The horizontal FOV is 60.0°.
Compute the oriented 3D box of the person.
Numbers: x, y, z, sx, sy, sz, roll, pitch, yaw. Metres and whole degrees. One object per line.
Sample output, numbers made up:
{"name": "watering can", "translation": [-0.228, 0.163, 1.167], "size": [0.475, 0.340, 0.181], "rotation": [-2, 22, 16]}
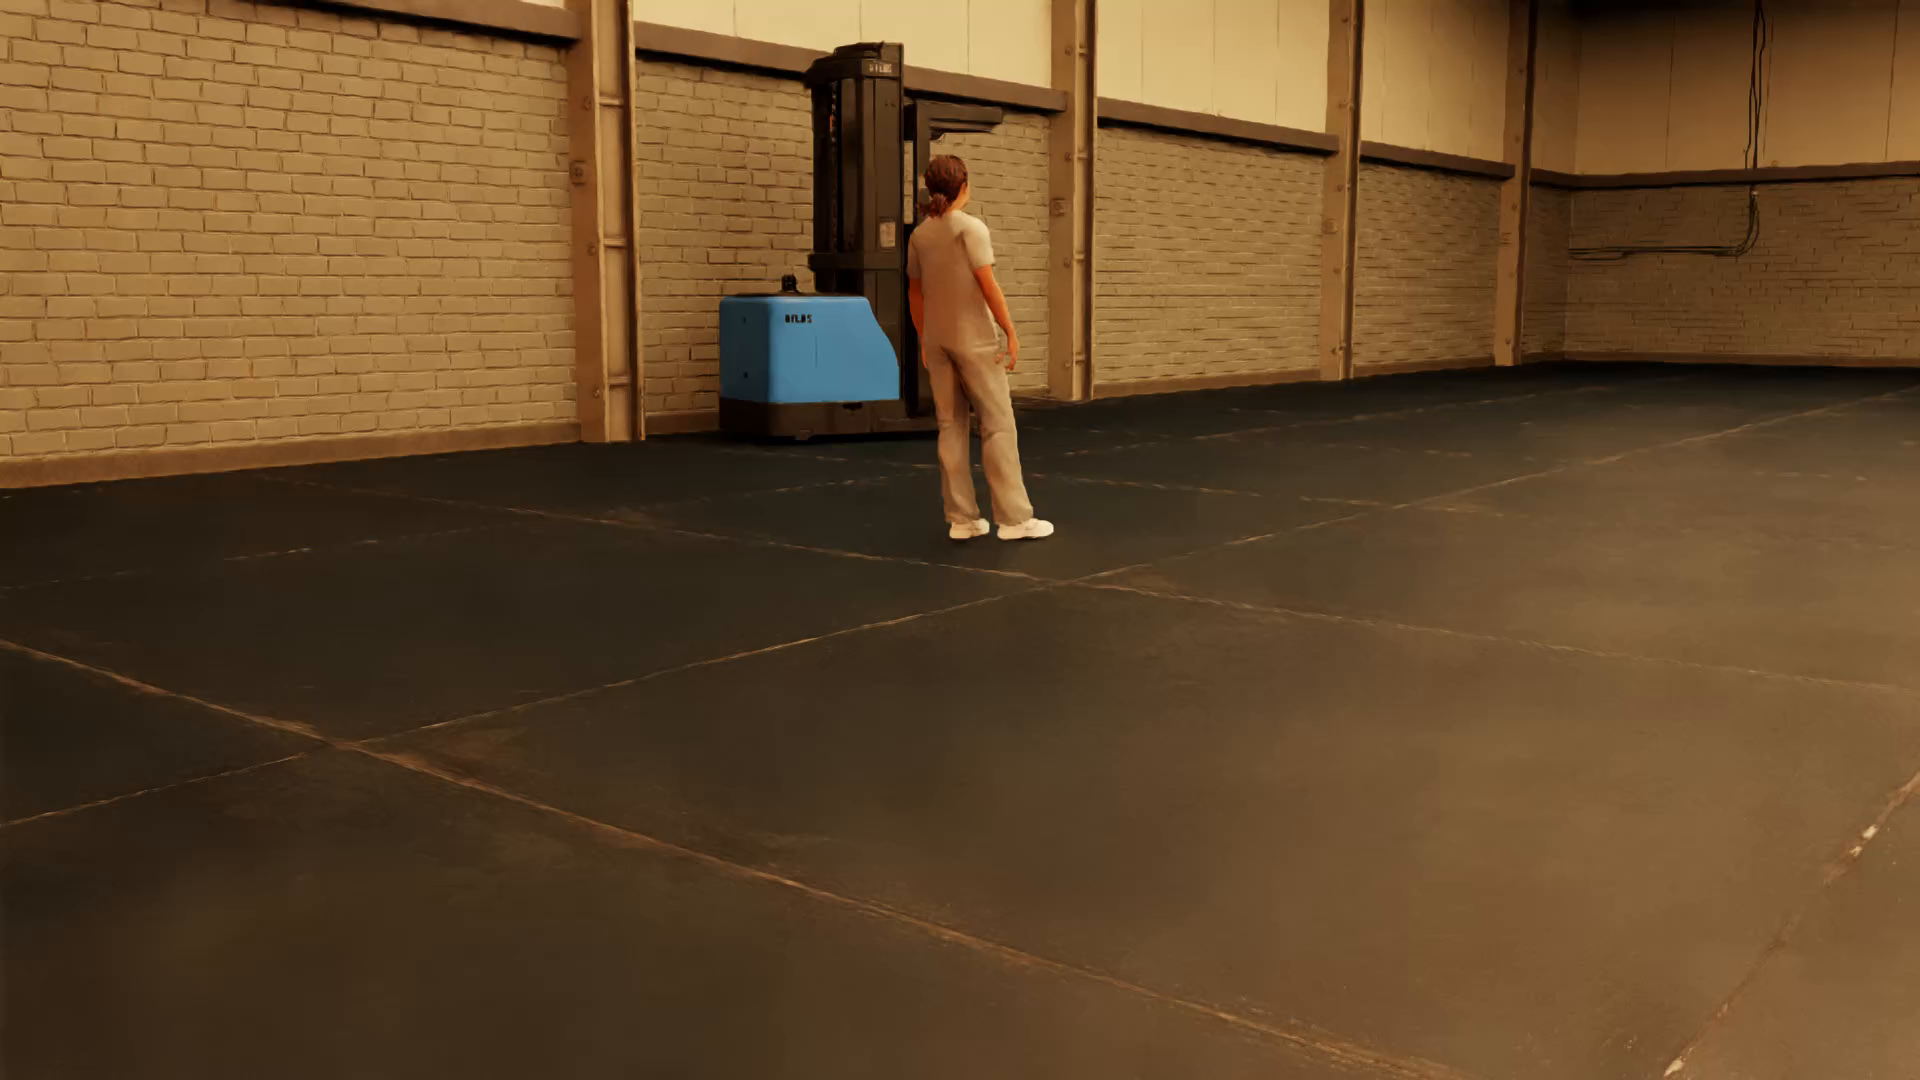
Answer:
{"name": "person", "translation": [0.057, -0.837, 7.332], "size": [0.550, 1.663, 0.548], "rotation": [7, 11, 38]}

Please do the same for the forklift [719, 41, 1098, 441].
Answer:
{"name": "forklift", "translation": [-0.329, -2.303, 13.020], "size": [3.031, 2.935, 1.130], "rotation": [-5, 10, -31]}
